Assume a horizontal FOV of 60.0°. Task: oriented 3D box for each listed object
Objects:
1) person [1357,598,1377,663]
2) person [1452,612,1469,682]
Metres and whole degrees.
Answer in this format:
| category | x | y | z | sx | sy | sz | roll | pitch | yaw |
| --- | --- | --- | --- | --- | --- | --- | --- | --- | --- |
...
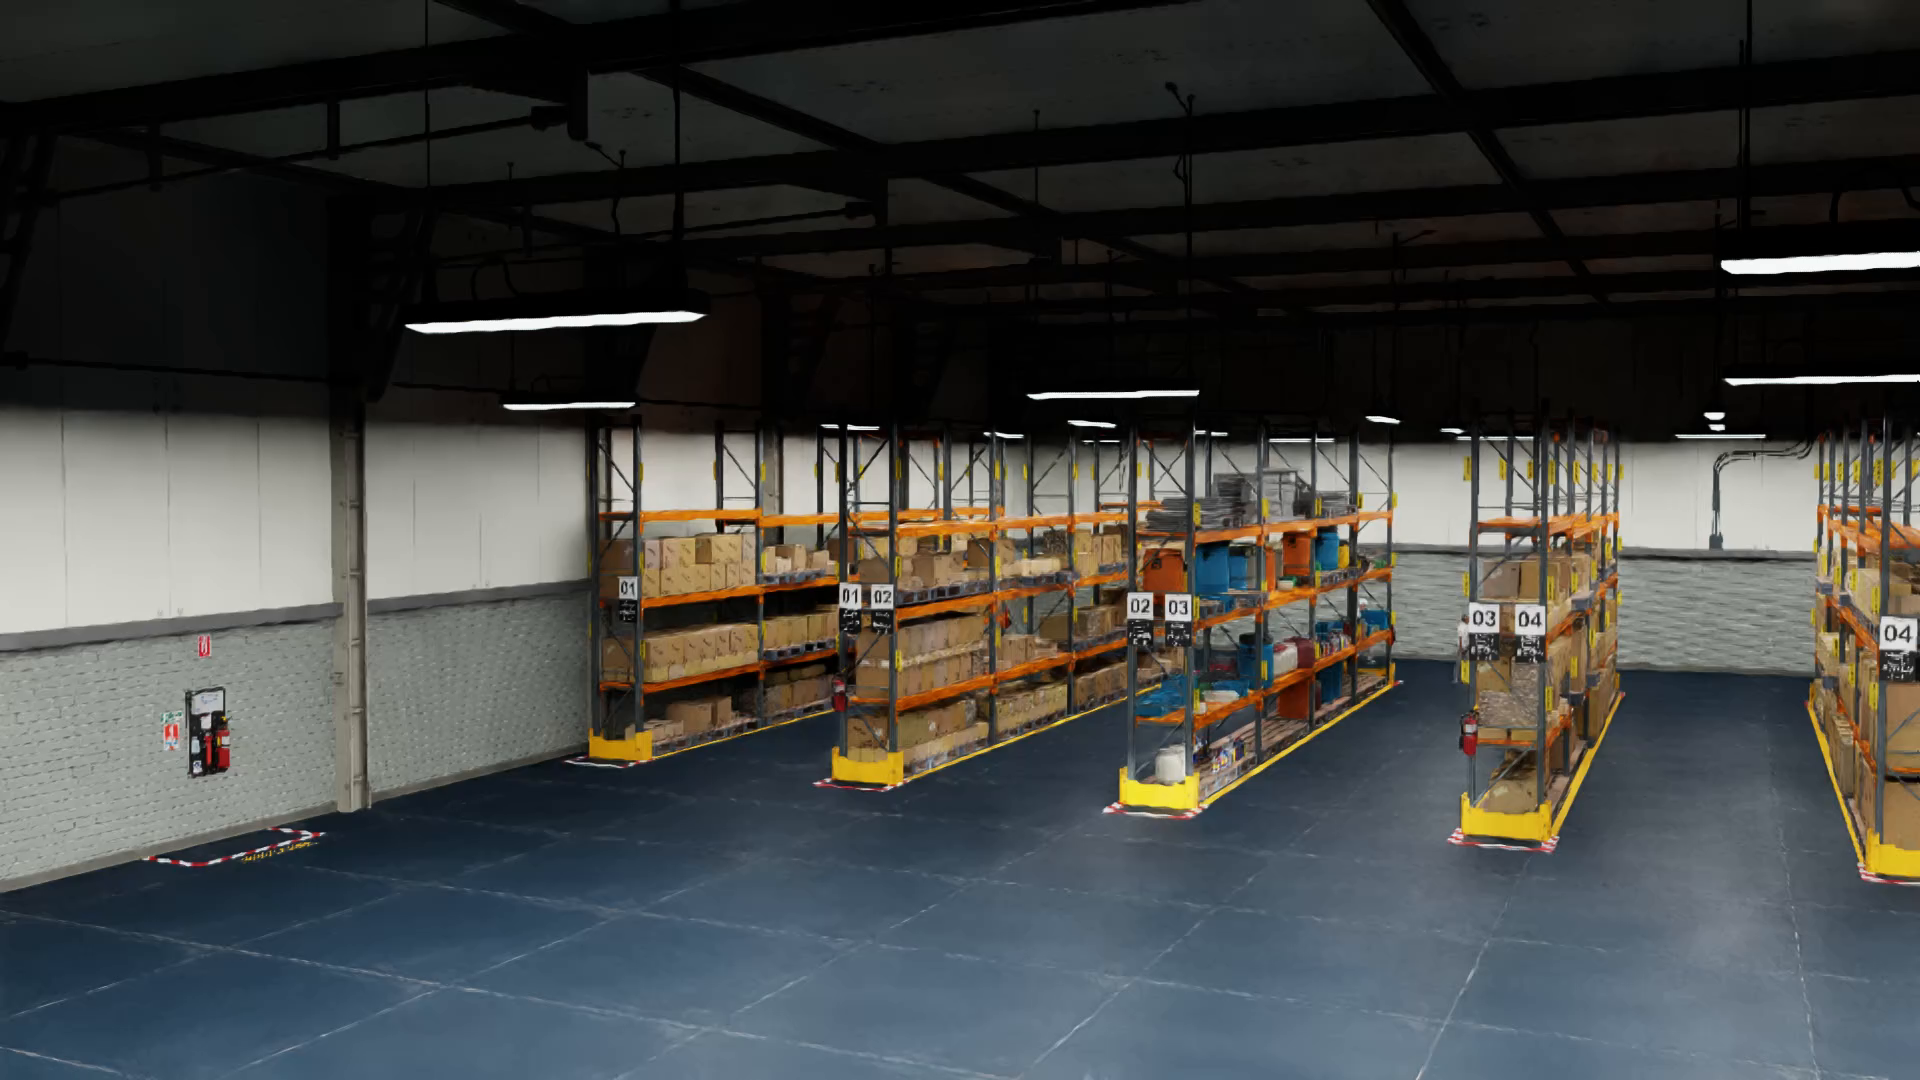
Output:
| category | x | y | z | sx | sy | sz | roll | pitch | yaw |
| --- | --- | --- | --- | --- | --- | --- | --- | --- | --- |
| person | 10.481 | 2.356 | 43.339 | 0.663 | 1.720 | 0.761 | 0 | 2 | 3 |
| person | 12.020 | 2.531 | 39.439 | 0.674 | 1.672 | 0.522 | -1 | 3 | -32 |
